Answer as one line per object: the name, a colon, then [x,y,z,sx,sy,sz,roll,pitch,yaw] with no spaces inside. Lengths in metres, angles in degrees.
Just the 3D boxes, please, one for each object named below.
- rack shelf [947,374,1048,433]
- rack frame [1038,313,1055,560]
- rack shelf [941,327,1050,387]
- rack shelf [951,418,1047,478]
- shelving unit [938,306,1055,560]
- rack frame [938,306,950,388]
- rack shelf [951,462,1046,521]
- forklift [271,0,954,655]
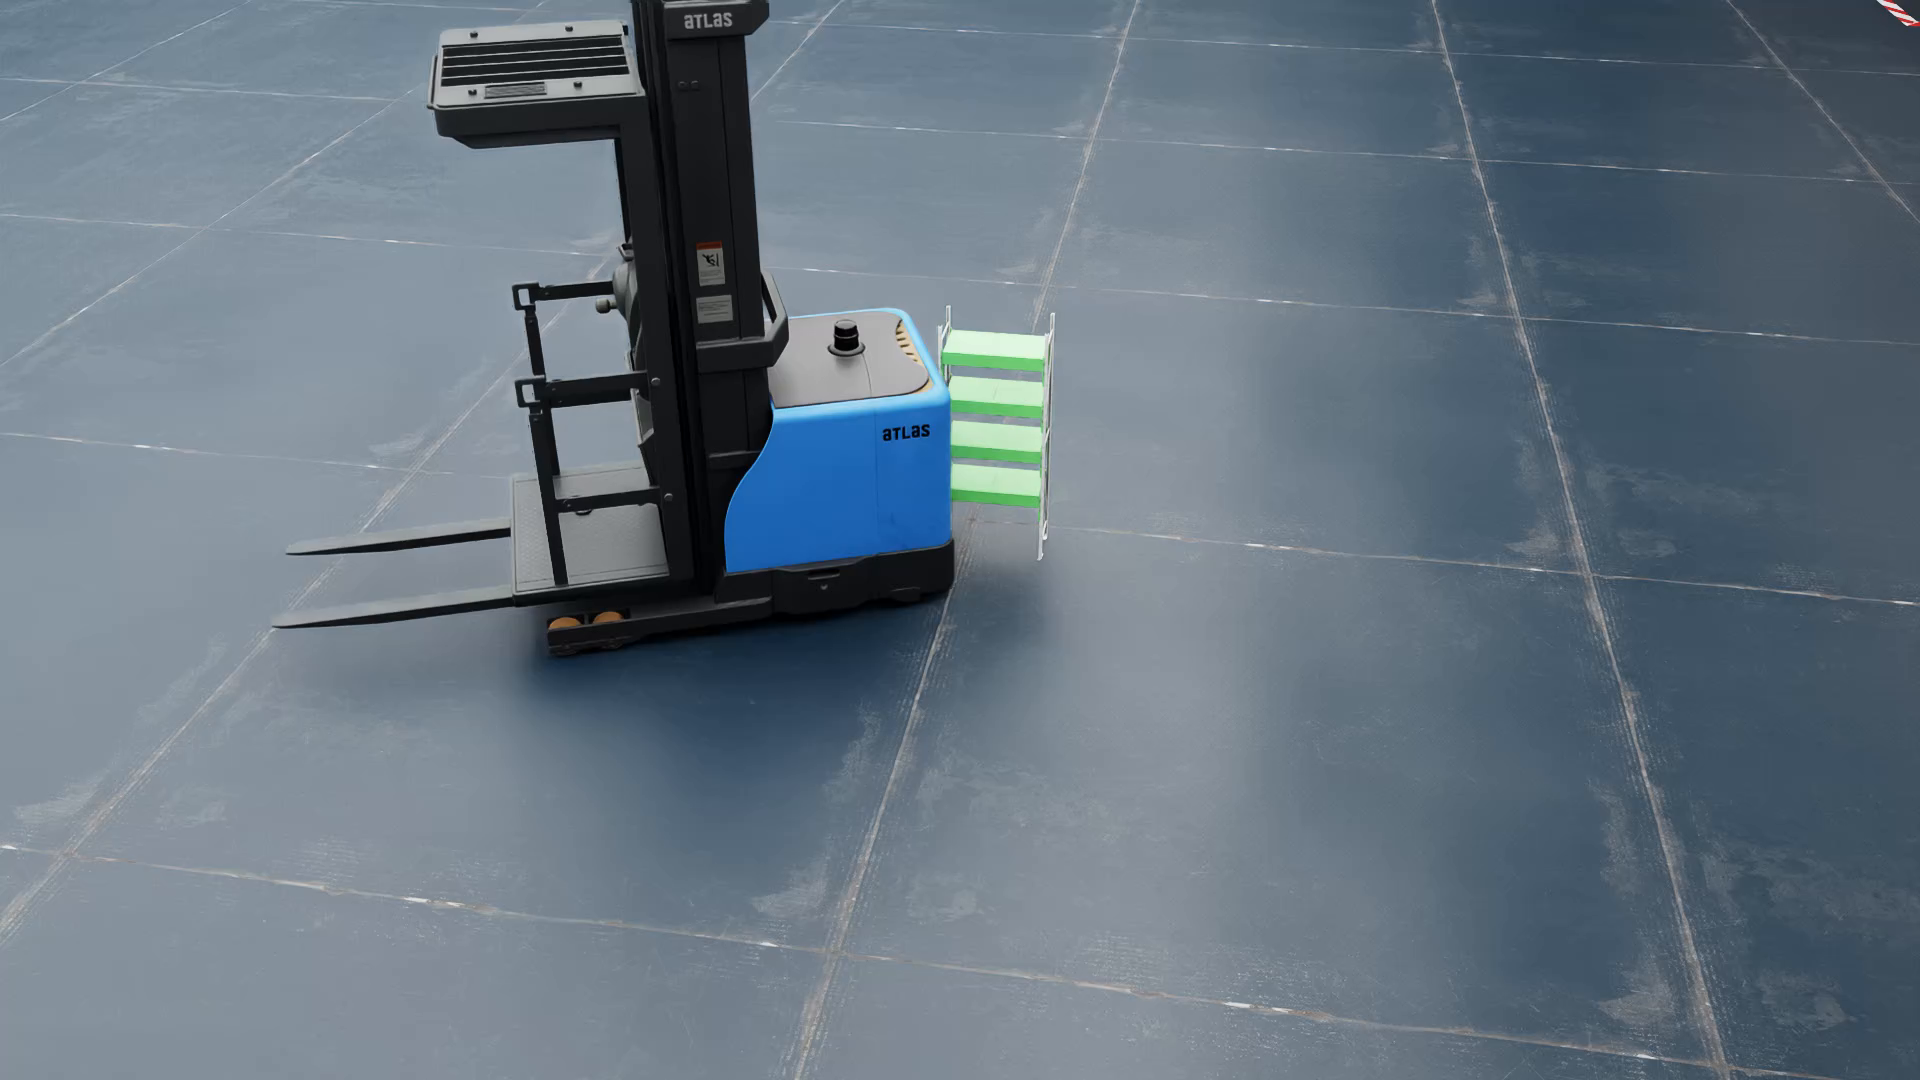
rack shelf: [0.168,-0.644,7.816,0.480,0.148,0.258,5,32,8]
rack frame: [0.409,-0.473,7.875,0.015,1.200,0.240,5,32,8]
rack shelf: [0.168,-0.847,7.688,0.480,0.148,0.258,5,32,8]
rack shelf: [0.168,-0.440,7.943,0.480,0.148,0.258,5,32,8]
shelving unit: [0.168,-0.495,7.909,0.503,1.200,0.258,5,32,8]
rack frame: [-0.072,-0.516,7.944,0.015,1.200,0.240,5,32,8]
rack shelf: [0.168,-0.237,8.070,0.480,0.148,0.258,5,32,8]
forklift: [-1.601,-1.038,7.145,3.031,2.935,1.130,-7,33,-11]
